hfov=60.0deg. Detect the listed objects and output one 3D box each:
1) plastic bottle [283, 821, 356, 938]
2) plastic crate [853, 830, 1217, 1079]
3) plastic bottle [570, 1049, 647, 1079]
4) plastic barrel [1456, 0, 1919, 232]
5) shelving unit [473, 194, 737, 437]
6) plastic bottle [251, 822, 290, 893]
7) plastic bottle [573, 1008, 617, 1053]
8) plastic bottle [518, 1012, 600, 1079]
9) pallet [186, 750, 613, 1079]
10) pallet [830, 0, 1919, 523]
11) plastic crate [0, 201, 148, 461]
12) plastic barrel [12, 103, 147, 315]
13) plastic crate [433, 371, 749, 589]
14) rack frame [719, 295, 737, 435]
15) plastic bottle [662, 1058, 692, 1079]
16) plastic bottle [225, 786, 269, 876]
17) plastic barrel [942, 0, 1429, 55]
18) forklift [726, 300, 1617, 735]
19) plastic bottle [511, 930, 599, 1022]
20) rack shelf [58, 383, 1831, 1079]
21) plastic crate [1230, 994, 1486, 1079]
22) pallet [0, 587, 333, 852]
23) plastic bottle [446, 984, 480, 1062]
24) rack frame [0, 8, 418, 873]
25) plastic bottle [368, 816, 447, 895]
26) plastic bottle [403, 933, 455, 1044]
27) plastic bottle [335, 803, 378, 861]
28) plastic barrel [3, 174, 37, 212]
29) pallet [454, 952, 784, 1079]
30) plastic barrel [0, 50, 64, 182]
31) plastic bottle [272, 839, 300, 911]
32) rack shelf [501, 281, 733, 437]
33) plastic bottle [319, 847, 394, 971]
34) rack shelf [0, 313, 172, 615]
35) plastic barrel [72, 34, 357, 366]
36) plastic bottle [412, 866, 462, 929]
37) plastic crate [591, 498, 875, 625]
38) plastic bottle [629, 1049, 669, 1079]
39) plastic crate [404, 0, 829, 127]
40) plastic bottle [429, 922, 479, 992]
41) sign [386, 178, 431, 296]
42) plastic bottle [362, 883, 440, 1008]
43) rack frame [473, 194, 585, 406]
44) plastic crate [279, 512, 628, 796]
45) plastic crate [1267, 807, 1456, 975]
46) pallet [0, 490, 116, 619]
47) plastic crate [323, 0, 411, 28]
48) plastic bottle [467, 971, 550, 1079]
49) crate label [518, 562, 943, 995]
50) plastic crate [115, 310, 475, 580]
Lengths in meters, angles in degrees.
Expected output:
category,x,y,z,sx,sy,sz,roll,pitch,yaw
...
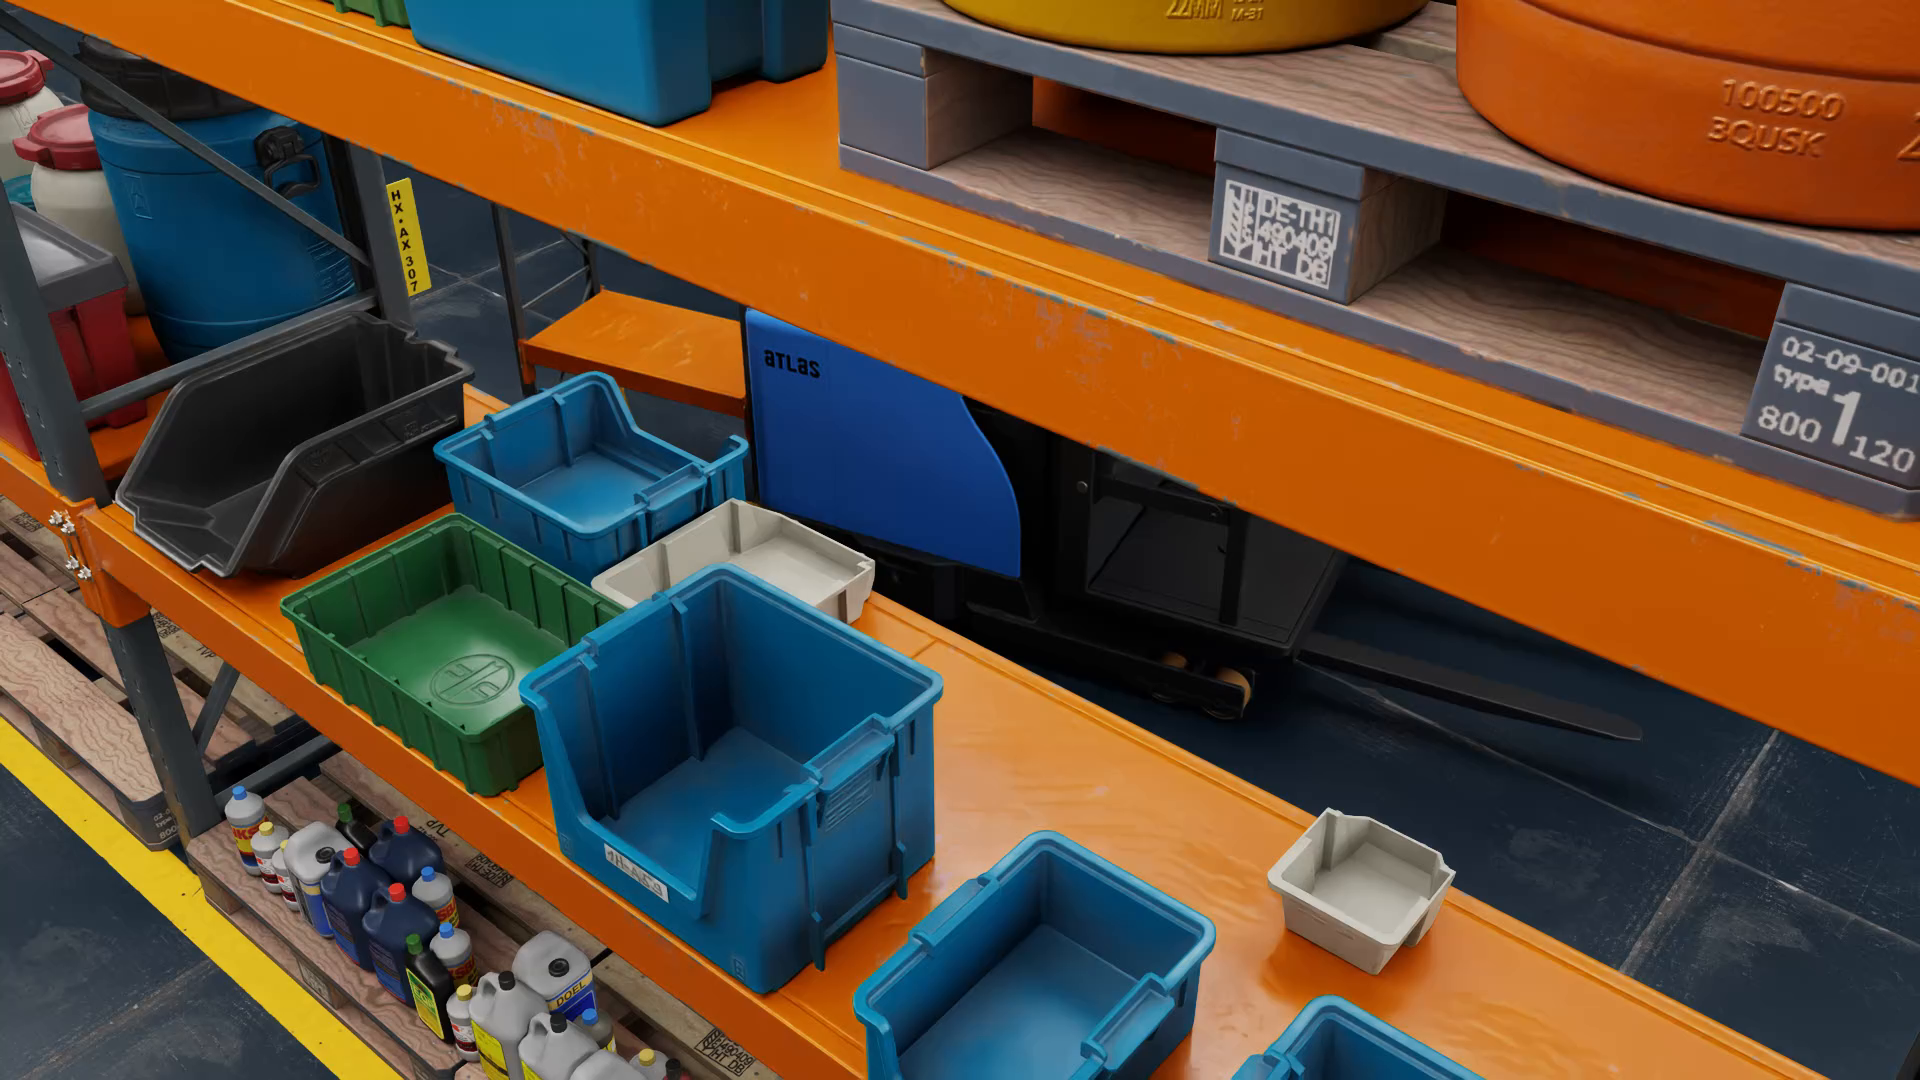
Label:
category,x,y,z,sx,sy,sz,roll,pitch,yaw
plastic bottle,-1.650,0.878,4.338,0.135,0.276,0.152,27,43,33
plastic crate,0.122,0.747,2.644,0.408,0.251,0.499,25,42,32
plastic bottle,-0.781,1.288,3.742,0.135,0.276,0.152,24,41,31
plastic barrel,0.739,-0.733,1.267,0.708,0.830,0.600,25,42,32
shelving unit,-1.155,-0.842,6.151,1.083,1.500,0.587,16,37,21
plastic bottle,-1.838,0.841,4.459,0.097,0.201,0.097,0,34,0
plastic bottle,-0.867,1.192,3.948,0.097,0.201,0.097,0,34,0
plastic bottle,-0.911,1.199,3.806,0.185,0.351,0.144,27,43,34
pallet,-1.391,0.937,4.700,1.213,0.211,1.003,25,42,32
pallet,0.620,-0.526,1.884,1.213,0.211,1.003,25,42,32
plastic crate,-2.448,-0.543,4.334,0.583,0.464,0.402,25,42,32
plastic barrel,-2.475,-0.972,4.896,0.433,0.535,0.433,0,34,0
plastic crate,-0.856,-0.130,3.921,0.616,0.251,0.499,25,42,32
rack frame,-0.691,-0.713,5.963,0.032,1.500,0.500,16,37,21
plastic bottle,-0.607,1.289,3.735,0.133,0.283,0.061,25,42,32
plastic bottle,-1.916,0.775,4.493,0.097,0.271,0.097,0,34,0
plastic barrel,0.236,-0.870,1.681,0.600,0.588,0.600,0,34,0
forklift,0.758,-0.989,5.101,3.031,2.935,1.130,16,37,21
plastic bottle,-0.978,1.089,4.032,0.135,0.276,0.152,25,42,32
rack shelf,-0.343,0.547,3.440,4.000,0.370,1.077,25,42,32
plastic crate,0.617,0.985,2.298,0.616,0.251,0.499,25,42,32
pallet,-2.509,0.408,5.470,1.213,0.211,1.003,25,42,32
plastic bottle,-1.178,1.152,4.006,0.097,0.201,0.097,0,34,0
rack frame,-1.881,-0.474,4.291,0.127,3.000,1.000,25,42,32
plastic bottle,-1.433,0.847,4.319,0.185,0.351,0.144,25,42,32
plastic bottle,-1.280,1.083,4.034,0.133,0.283,0.061,27,43,34
plastic bottle,-1.582,0.829,4.404,0.133,0.283,0.061,25,42,32
plastic barrel,-2.800,-0.963,5.125,0.301,0.262,0.301,0,34,0
pallet,-0.449,1.378,4.056,1.213,0.211,1.003,25,42,32
plastic barrel,-3.039,-1.238,5.283,0.433,0.535,0.433,0,34,0
plastic bottle,-1.760,0.878,4.406,0.097,0.201,0.097,0,34,0
rack shelf,-1.147,-0.691,6.250,1.000,0.185,0.538,16,37,21
plastic bottle,-1.526,0.909,4.228,0.185,0.351,0.144,26,42,33
rack shelf,-3.418,-0.902,5.549,4.000,0.370,1.077,25,42,32
plastic barrel,-1.984,-0.953,4.545,0.708,0.901,0.600,25,42,32
plastic bottle,-1.337,0.942,4.250,0.097,0.271,0.097,0,34,0
plastic crate,-0.471,0.112,3.670,0.437,0.136,0.530,25,42,32
plastic bottle,-0.716,1.258,3.852,0.097,0.201,0.097,0,34,0
plastic crate,-0.465,-0.815,2.152,0.575,0.384,0.392,25,42,32
plastic bottle,-1.244,1.047,4.097,0.097,0.271,0.097,0,34,0
sign,-1.520,-0.824,4.555,0.005,0.325,0.100,25,42,32
plastic bottle,-1.381,0.978,4.128,0.185,0.351,0.144,23,41,30
rack frame,-1.604,-0.966,6.332,0.032,1.500,0.500,16,37,21
plastic crate,-1.018,0.228,3.456,0.662,0.188,0.450,25,42,32
plastic crate,0.712,0.619,2.932,0.250,0.136,0.298,25,42,32
pallet,-3.451,-0.034,6.113,1.213,0.211,1.003,25,42,32
plastic crate,-0.842,-0.933,2.497,0.450,0.188,0.336,25,42,32
plastic bottle,-1.054,1.132,3.904,0.185,0.351,0.144,25,42,31
crate label,-0.394,0.411,2.971,0.616,0.435,0.502,25,42,32
plastic crate,-1.560,-0.204,3.952,0.504,0.338,0.767,25,42,32
